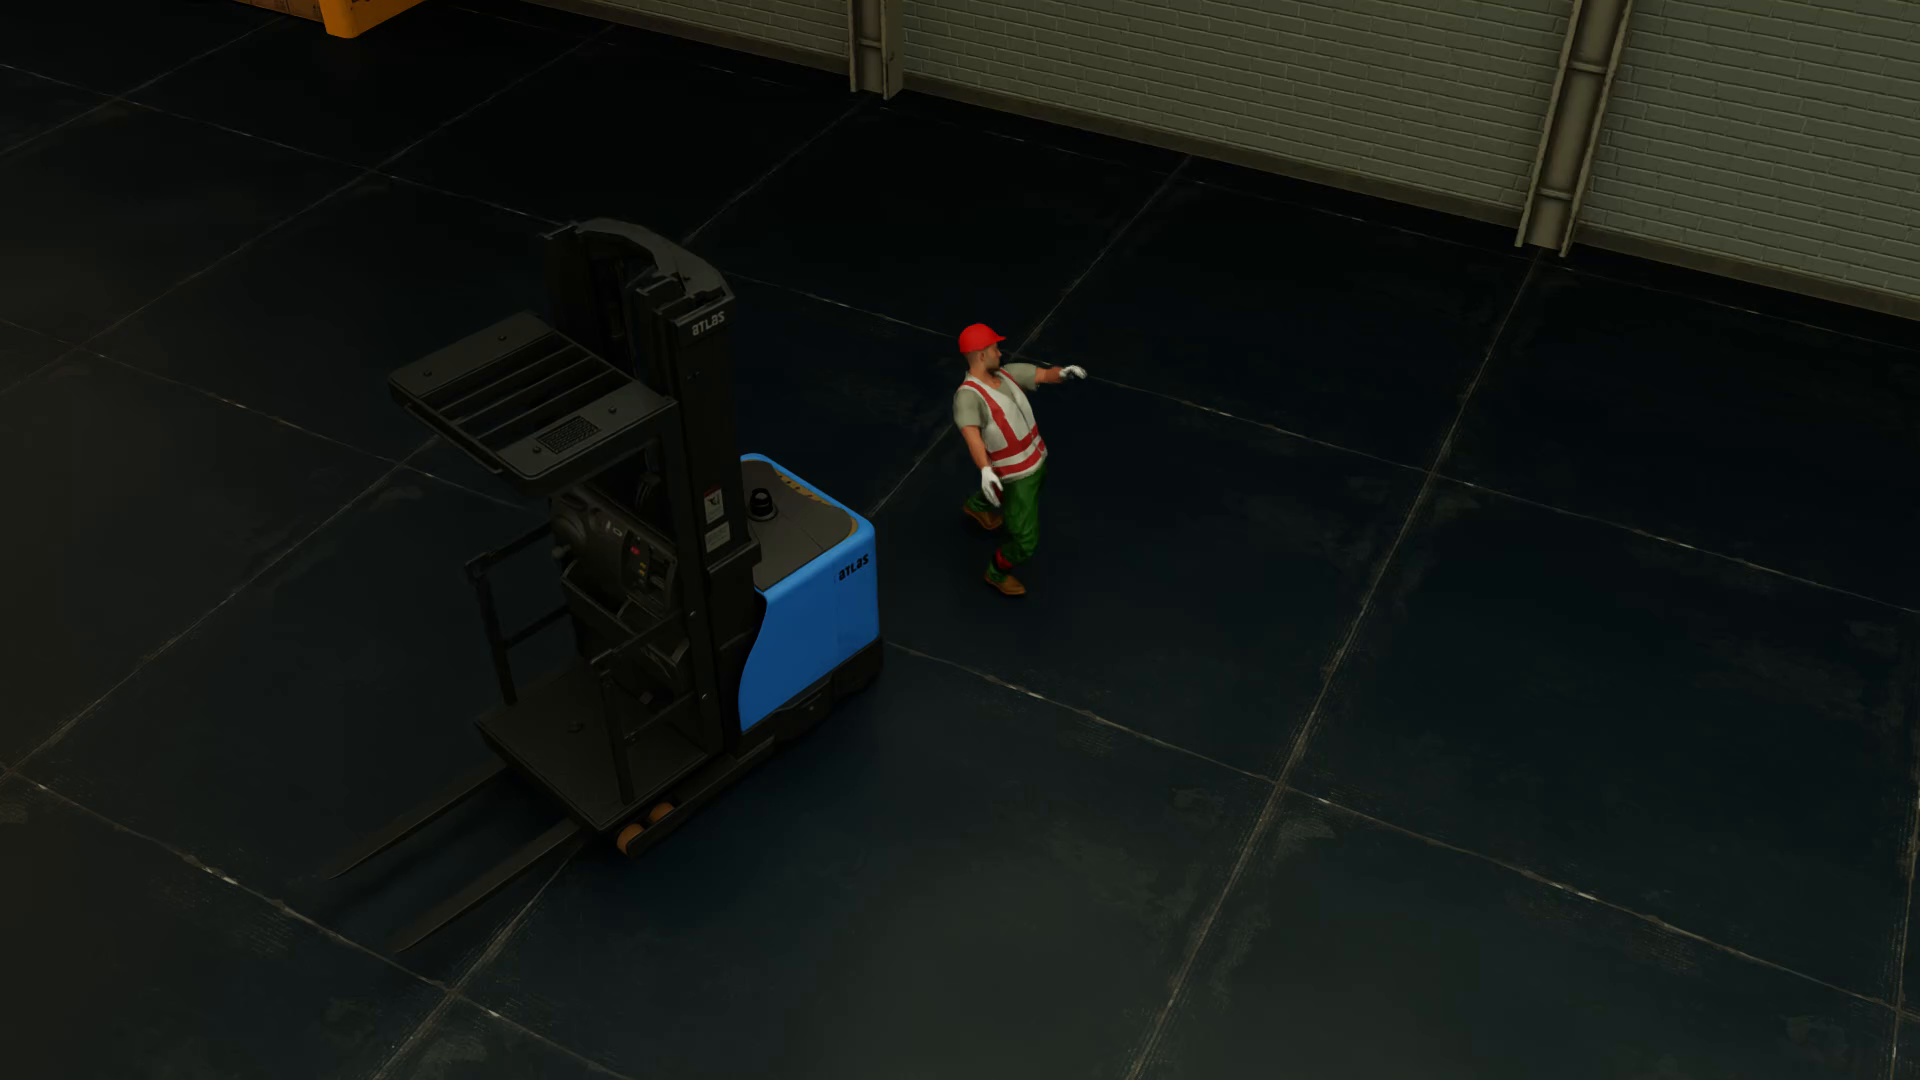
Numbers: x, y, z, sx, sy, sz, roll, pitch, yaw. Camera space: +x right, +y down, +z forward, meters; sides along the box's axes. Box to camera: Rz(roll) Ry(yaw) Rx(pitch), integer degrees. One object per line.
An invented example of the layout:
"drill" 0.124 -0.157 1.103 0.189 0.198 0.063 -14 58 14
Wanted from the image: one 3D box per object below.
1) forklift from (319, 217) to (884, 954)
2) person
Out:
"forklift" -1.806 0.097 7.871 1.130 2.935 3.031 31 49 32
"person" 0.274 -0.352 9.453 0.779 1.540 1.042 10 41 11
